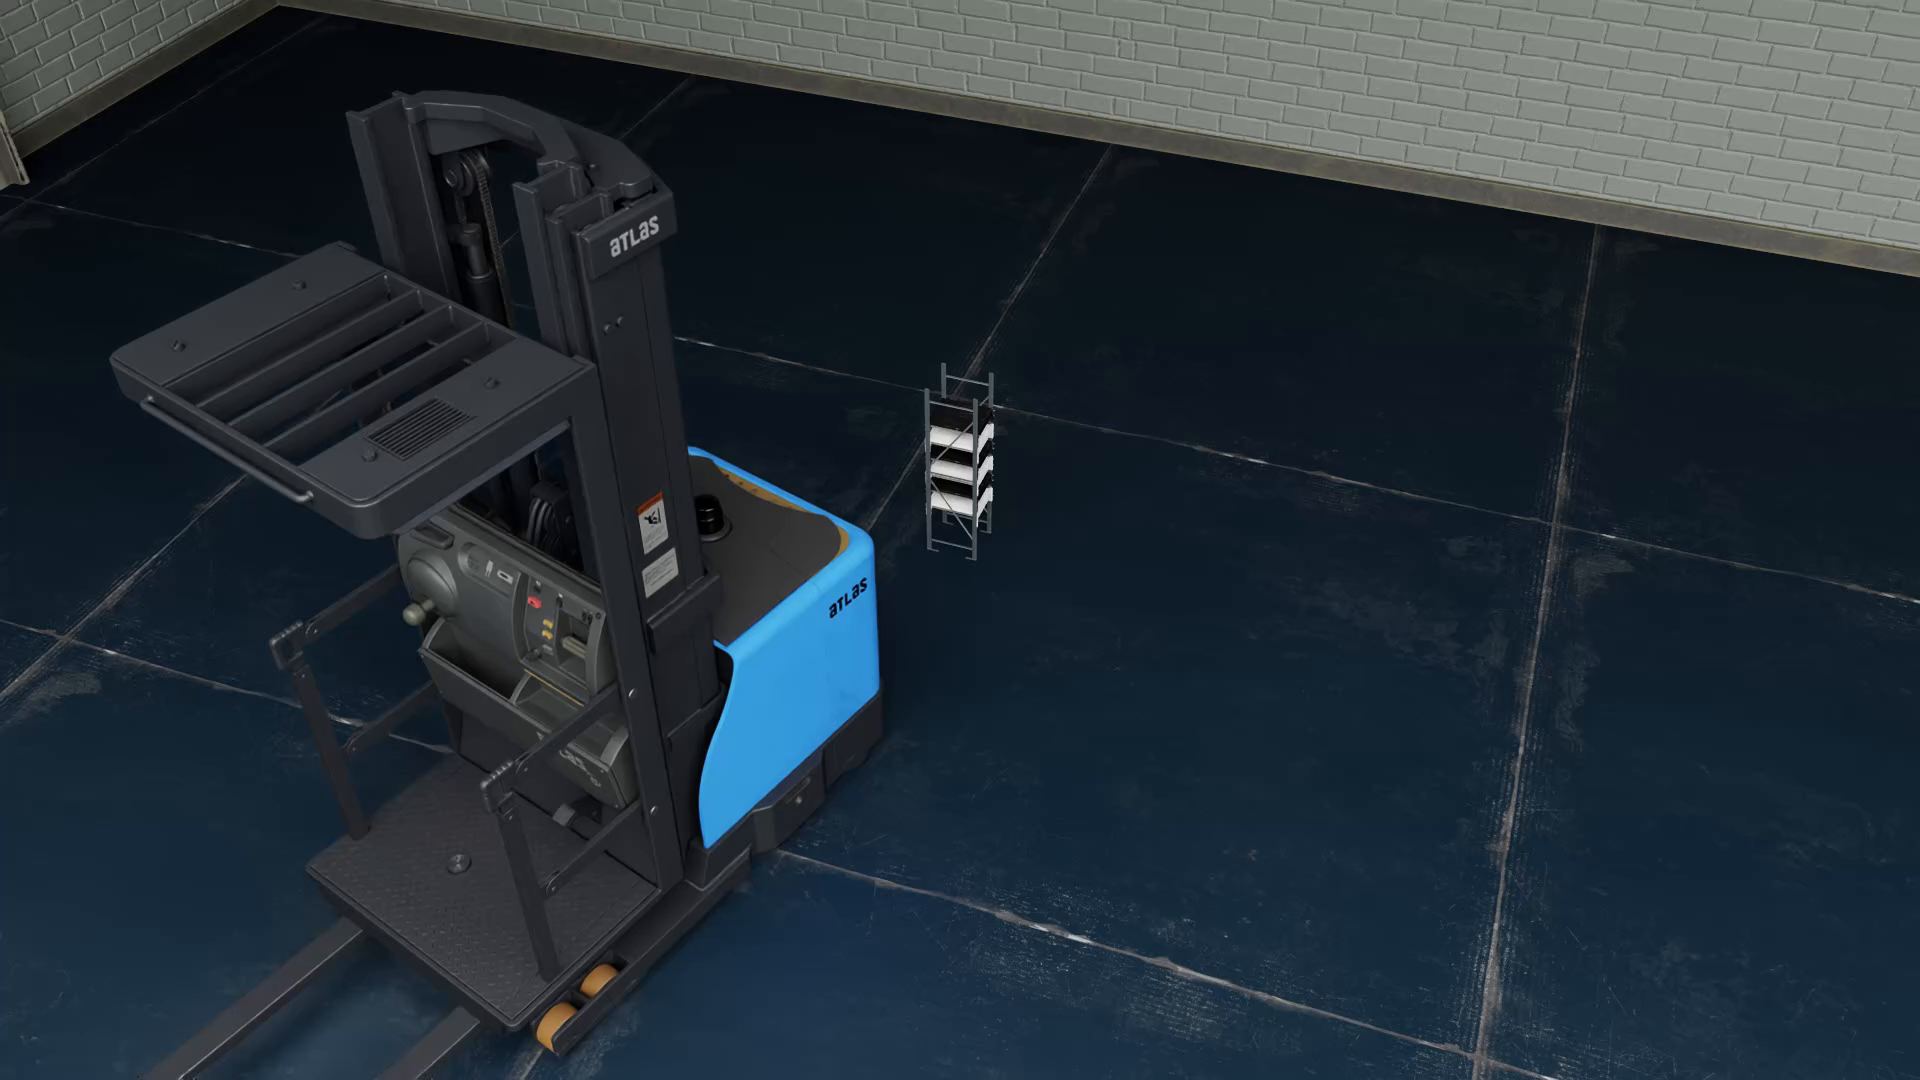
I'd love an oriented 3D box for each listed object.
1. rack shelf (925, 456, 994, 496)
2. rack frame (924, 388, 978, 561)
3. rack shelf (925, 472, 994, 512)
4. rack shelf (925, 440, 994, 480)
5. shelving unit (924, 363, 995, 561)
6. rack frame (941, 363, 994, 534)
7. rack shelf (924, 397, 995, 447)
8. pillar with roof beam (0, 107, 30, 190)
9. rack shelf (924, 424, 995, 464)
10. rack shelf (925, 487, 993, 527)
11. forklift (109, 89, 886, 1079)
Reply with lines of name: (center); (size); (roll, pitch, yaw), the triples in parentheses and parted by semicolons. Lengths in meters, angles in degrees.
rack shelf: (-0.003, -0.312, 7.427); (0.258, 0.077, 0.200); (13, 42, 15)
rack frame: (-0.038, -0.275, 7.333); (0.240, 0.900, 0.006); (13, 42, 15)
rack shelf: (-0.003, -0.244, 7.486); (0.258, 0.077, 0.200); (13, 42, 15)
rack shelf: (-0.003, -0.380, 7.369); (0.258, 0.077, 0.200); (13, 42, 15)
shelving unit: (-0.003, -0.337, 7.406); (0.258, 0.900, 0.210); (13, 42, 15)
rack frame: (0.032, -0.399, 7.478); (0.240, 0.900, 0.006); (13, 42, 15)
rack shelf: (-0.003, -0.517, 7.252); (0.258, 0.077, 0.200); (13, 42, 15)
pillar with roof beam: (-1.928, -4.608, 6.171); (9.100, 9.000, 0.400); (13, 42, 15)
rack shelf: (-0.003, -0.449, 7.311); (0.258, 0.077, 0.200); (13, 42, 15)
rack shelf: (-0.003, -0.175, 7.544); (0.258, 0.077, 0.200); (13, 42, 15)
forklift: (-1.583, 0.262, 5.138); (1.130, 2.935, 3.031); (26, 47, 27)
